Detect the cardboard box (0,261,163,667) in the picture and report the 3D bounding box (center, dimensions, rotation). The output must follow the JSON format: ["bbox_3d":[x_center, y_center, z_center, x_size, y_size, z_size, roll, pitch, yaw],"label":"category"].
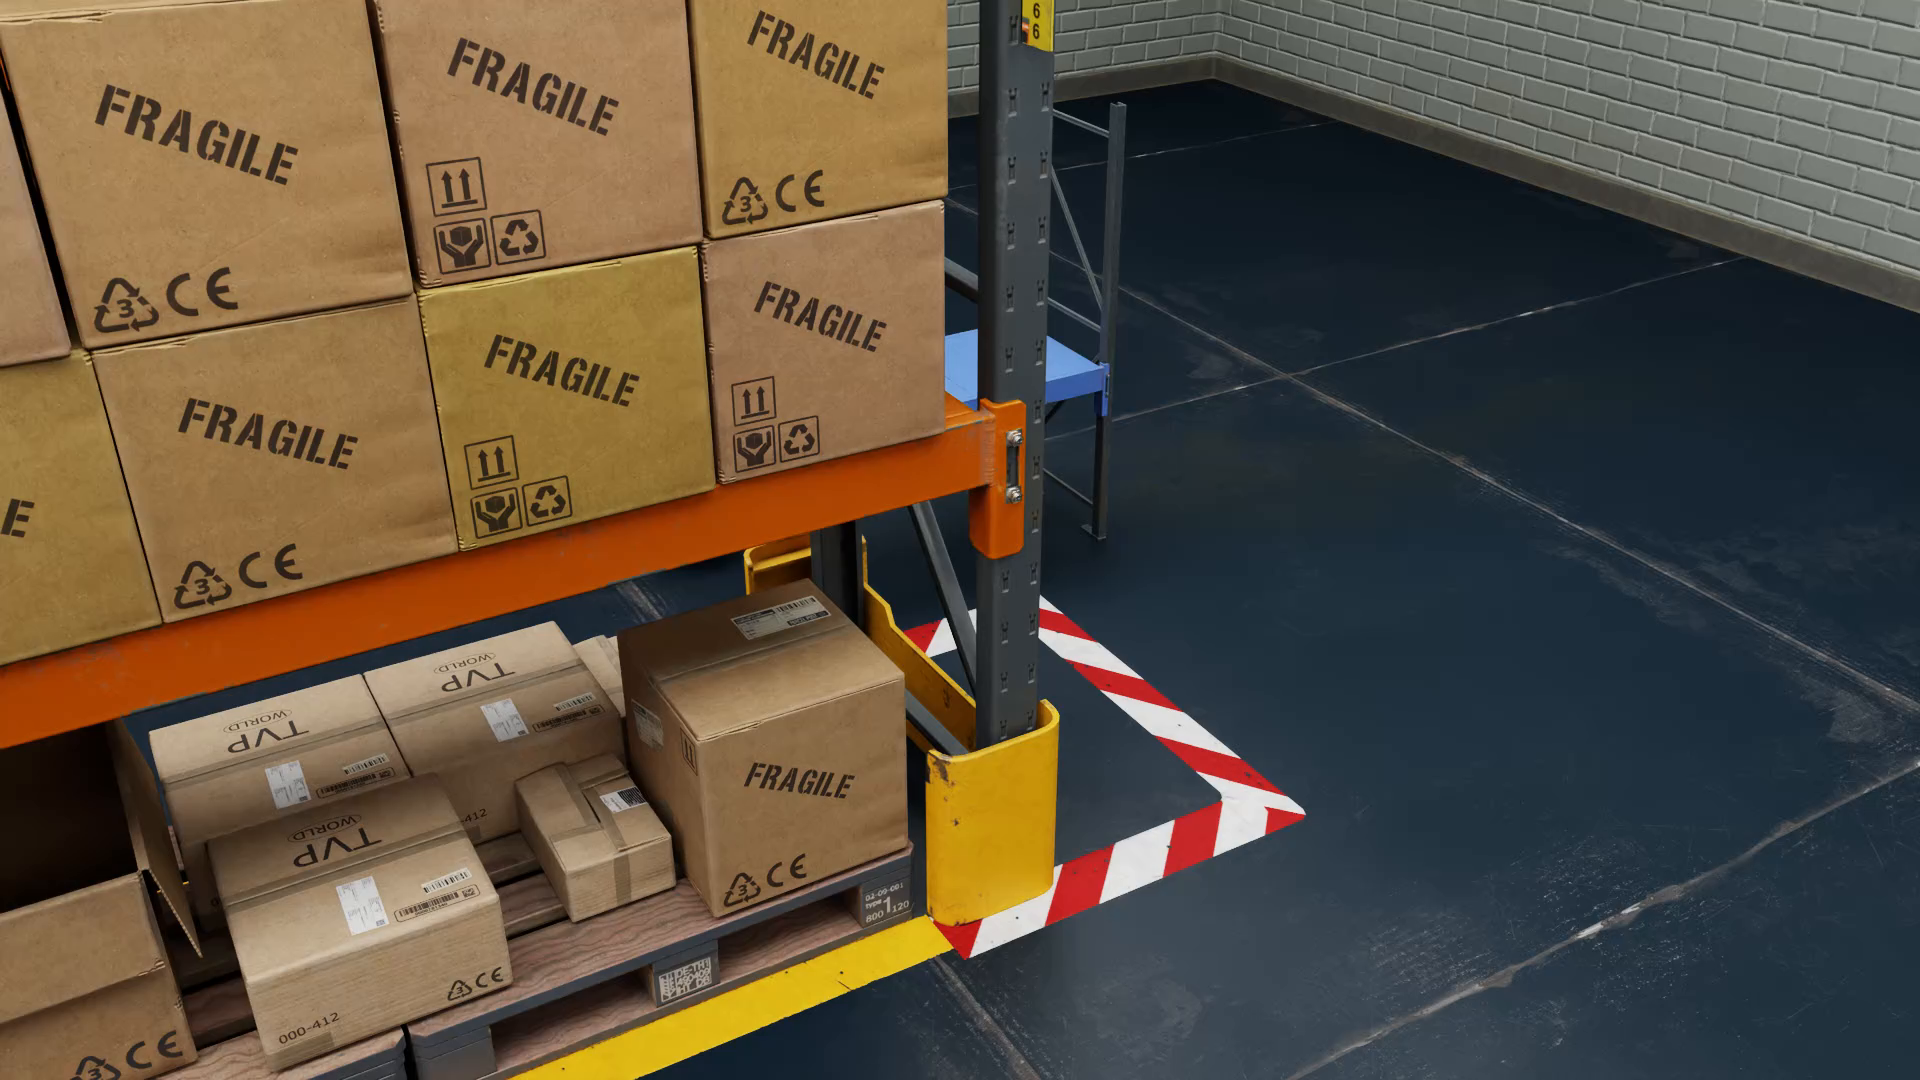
[{"bbox_3d":[-1.679,-0.114,2.749,0.500,0.500,0.500,-16,33,-27],"label":"cardboard box"}]

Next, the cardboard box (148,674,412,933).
[{"bbox_3d":[-1.593,0.606,3.938,0.500,0.250,0.500,-16,33,-26],"label":"cardboard box"}]

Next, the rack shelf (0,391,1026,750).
[{"bbox_3d":[-1.843,0.140,3.137,4.000,0.370,1.077,-16,33,-26],"label":"rack shelf"}]

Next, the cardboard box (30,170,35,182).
[{"bbox_3d":[-4.049,-1.358,7.259,0.500,0.500,0.700,-17,33,-28],"label":"cardboard box"}]

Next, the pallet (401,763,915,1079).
[{"bbox_3d":[-0.871,0.770,4.136,1.213,0.211,1.003,-16,33,-26],"label":"pallet"}]

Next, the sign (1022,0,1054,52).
[{"bbox_3d":[0.146,-1.074,3.066,0.005,0.325,0.100,-16,33,-26],"label":"sign"}]

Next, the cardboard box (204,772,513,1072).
[{"bbox_3d":[-1.297,0.802,3.583,0.500,0.250,0.500,-16,33,-26],"label":"cardboard box"}]

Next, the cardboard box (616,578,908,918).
[{"bbox_3d":[-0.462,0.473,3.921,0.500,0.500,0.500,-16,33,-26],"label":"cardboard box"}]

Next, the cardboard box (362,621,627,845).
[{"bbox_3d":[-1.162,0.484,4.160,0.500,0.250,0.500,-16,33,-26],"label":"cardboard box"}]

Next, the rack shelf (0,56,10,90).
[{"bbox_3d":[-4.355,-1.923,6.875,4.000,0.370,1.077,-16,33,-26],"label":"rack shelf"}]

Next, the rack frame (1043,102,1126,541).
[{"bbox_3d":[0.365,-0.760,5.575,0.032,1.500,0.500,-16,33,-26],"label":"rack frame"}]

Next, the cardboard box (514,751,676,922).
[{"bbox_3d":[-0.857,0.680,3.890,0.250,0.166,0.380,-16,33,-26],"label":"cardboard box"}]

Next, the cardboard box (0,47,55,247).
[{"bbox_3d":[-1.515,-0.896,3.131,0.500,0.500,0.500,-15,32,-26],"label":"cardboard box"}]

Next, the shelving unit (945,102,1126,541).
[{"bbox_3d":[-0.074,-0.636,5.350,1.048,1.500,0.538,-16,33,-26],"label":"shelving unit"}]

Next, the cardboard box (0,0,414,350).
[{"bbox_3d":[-1.242,-0.670,2.721,0.500,0.500,0.500,-15,32,-25],"label":"cardboard box"}]

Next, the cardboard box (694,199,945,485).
[{"bbox_3d":[-0.367,-0.486,3.422,0.500,0.500,0.500,-15,32,-25],"label":"cardboard box"}]

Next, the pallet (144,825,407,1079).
[{"bbox_3d":[-1.921,1.067,3.599,1.213,0.211,1.003,-16,33,-26],"label":"pallet"}]

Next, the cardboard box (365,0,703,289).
[{"bbox_3d":[-0.798,-0.799,2.955,0.500,0.500,0.500,-15,32,-25],"label":"cardboard box"}]

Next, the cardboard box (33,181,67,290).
[{"bbox_3d":[-1.943,-0.338,3.155,0.500,0.500,0.500,-15,32,-26],"label":"cardboard box"}]

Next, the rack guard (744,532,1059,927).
[{"bbox_3d":[-0.184,0.448,4.421,0.348,0.500,1.175,-16,33,-26],"label":"rack guard"}]

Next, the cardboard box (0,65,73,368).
[{"bbox_3d":[-1.685,-0.544,2.494,0.500,0.500,0.500,-15,32,-25],"label":"cardboard box"}]

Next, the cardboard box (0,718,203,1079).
[{"bbox_3d":[-1.950,0.753,3.410,0.637,0.503,0.797,-16,33,-26],"label":"cardboard box"}]

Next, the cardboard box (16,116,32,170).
[{"bbox_3d":[-4.049,-1.754,7.305,0.250,0.149,0.380,-15,32,-26],"label":"cardboard box"}]

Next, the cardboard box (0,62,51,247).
[{"bbox_3d":[-1.953,-0.771,2.905,0.500,0.500,0.500,-16,33,-27],"label":"cardboard box"}]

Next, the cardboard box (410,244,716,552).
[{"bbox_3d":[-0.812,-0.357,3.189,0.500,0.500,0.500,-16,32,-26],"label":"cardboard box"}]

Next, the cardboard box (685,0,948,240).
[{"bbox_3d":[-0.363,-0.923,3.180,0.500,0.500,0.500,-16,33,-27],"label":"cardboard box"}]

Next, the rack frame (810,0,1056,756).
[{"bbox_3d":[-0.118,-0.665,3.850,0.127,3.000,1.000,-16,33,-26],"label":"rack frame"}]

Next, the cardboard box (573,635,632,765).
[{"bbox_3d":[-0.869,0.403,4.391,0.250,0.166,0.380,-16,33,-26],"label":"cardboard box"}]

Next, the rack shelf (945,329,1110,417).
[{"bbox_3d":[-0.074,-0.478,5.437,1.000,0.185,0.538,-16,33,-26],"label":"rack shelf"}]

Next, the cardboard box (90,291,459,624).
[{"bbox_3d":[-1.245,-0.237,2.972,0.500,0.500,0.500,-16,32,-26],"label":"cardboard box"}]
